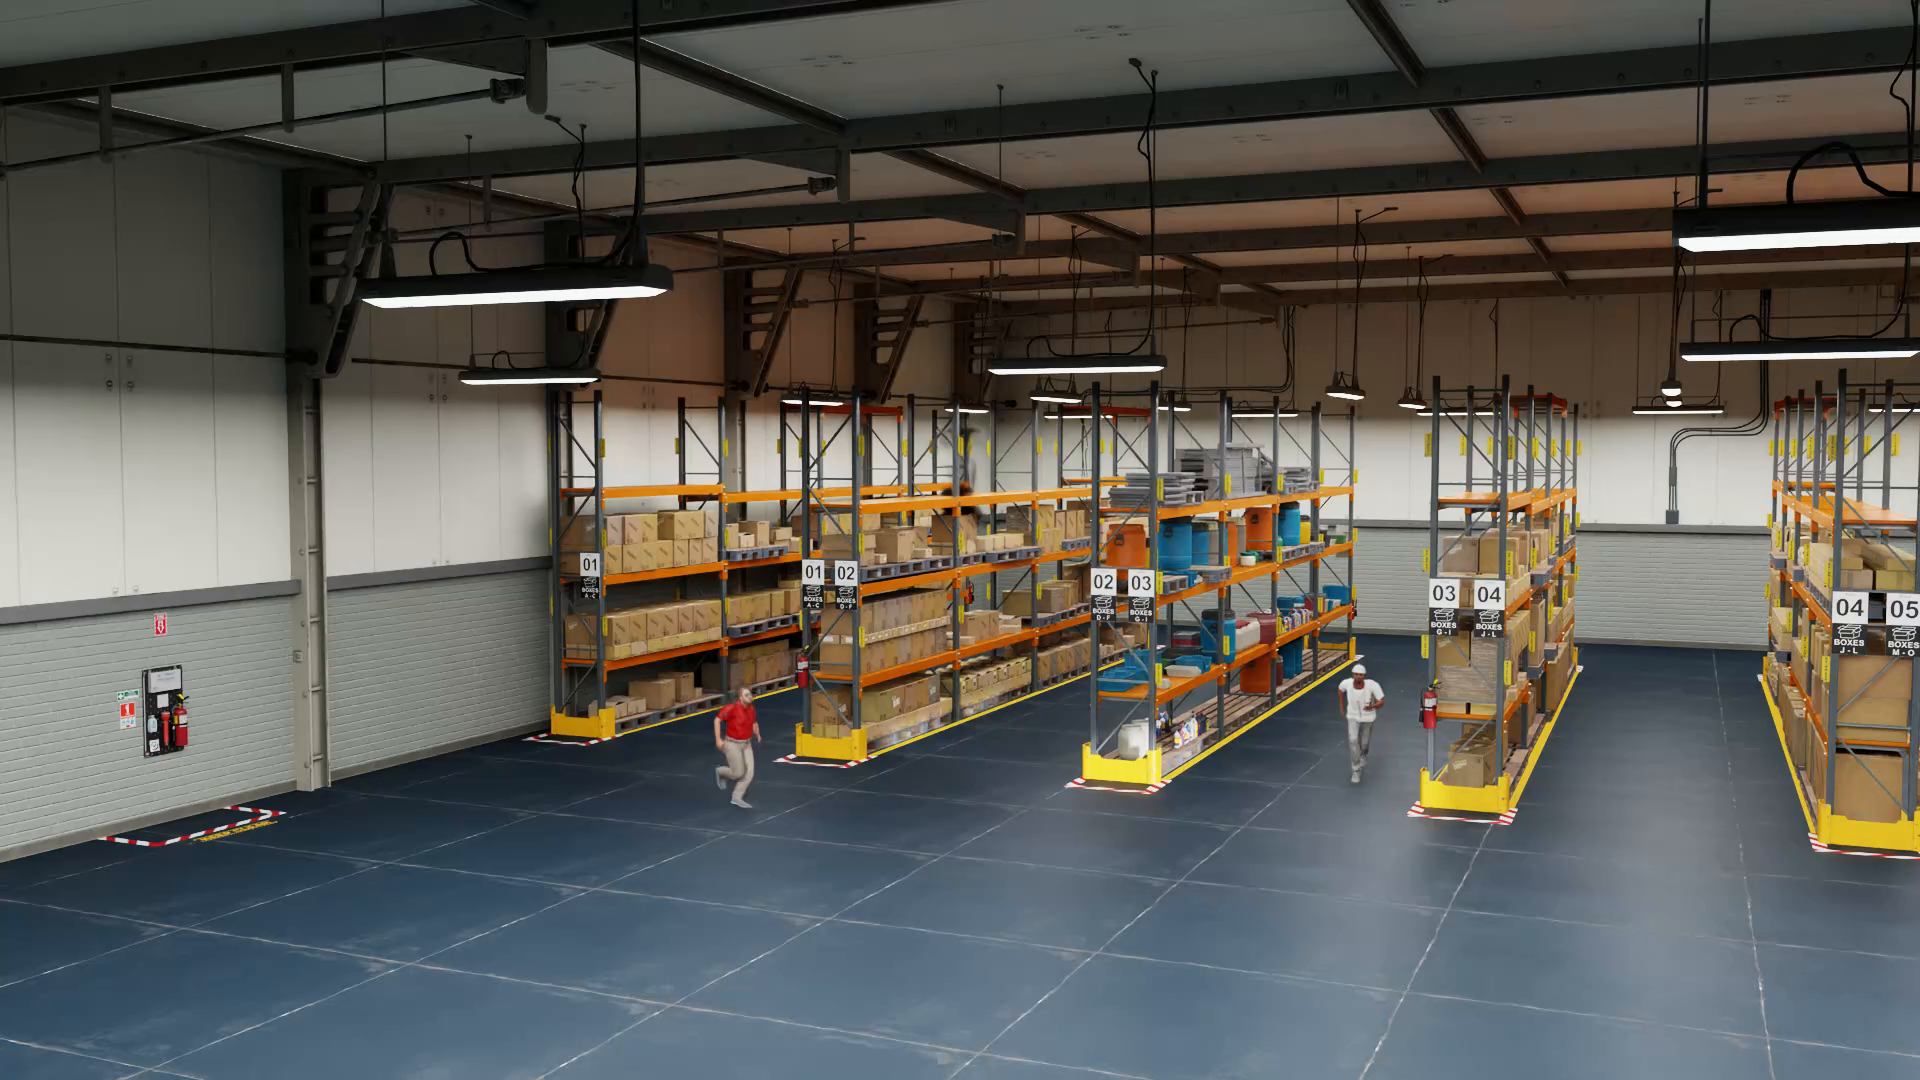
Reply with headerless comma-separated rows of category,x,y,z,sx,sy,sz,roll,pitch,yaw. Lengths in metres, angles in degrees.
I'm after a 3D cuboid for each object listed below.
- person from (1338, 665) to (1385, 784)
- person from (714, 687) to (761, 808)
person,6.092,2.745,25.261,0.699,1.769,1.078,1,3,15
person,-3.119,2.898,23.311,0.712,1.689,0.700,3,4,41
